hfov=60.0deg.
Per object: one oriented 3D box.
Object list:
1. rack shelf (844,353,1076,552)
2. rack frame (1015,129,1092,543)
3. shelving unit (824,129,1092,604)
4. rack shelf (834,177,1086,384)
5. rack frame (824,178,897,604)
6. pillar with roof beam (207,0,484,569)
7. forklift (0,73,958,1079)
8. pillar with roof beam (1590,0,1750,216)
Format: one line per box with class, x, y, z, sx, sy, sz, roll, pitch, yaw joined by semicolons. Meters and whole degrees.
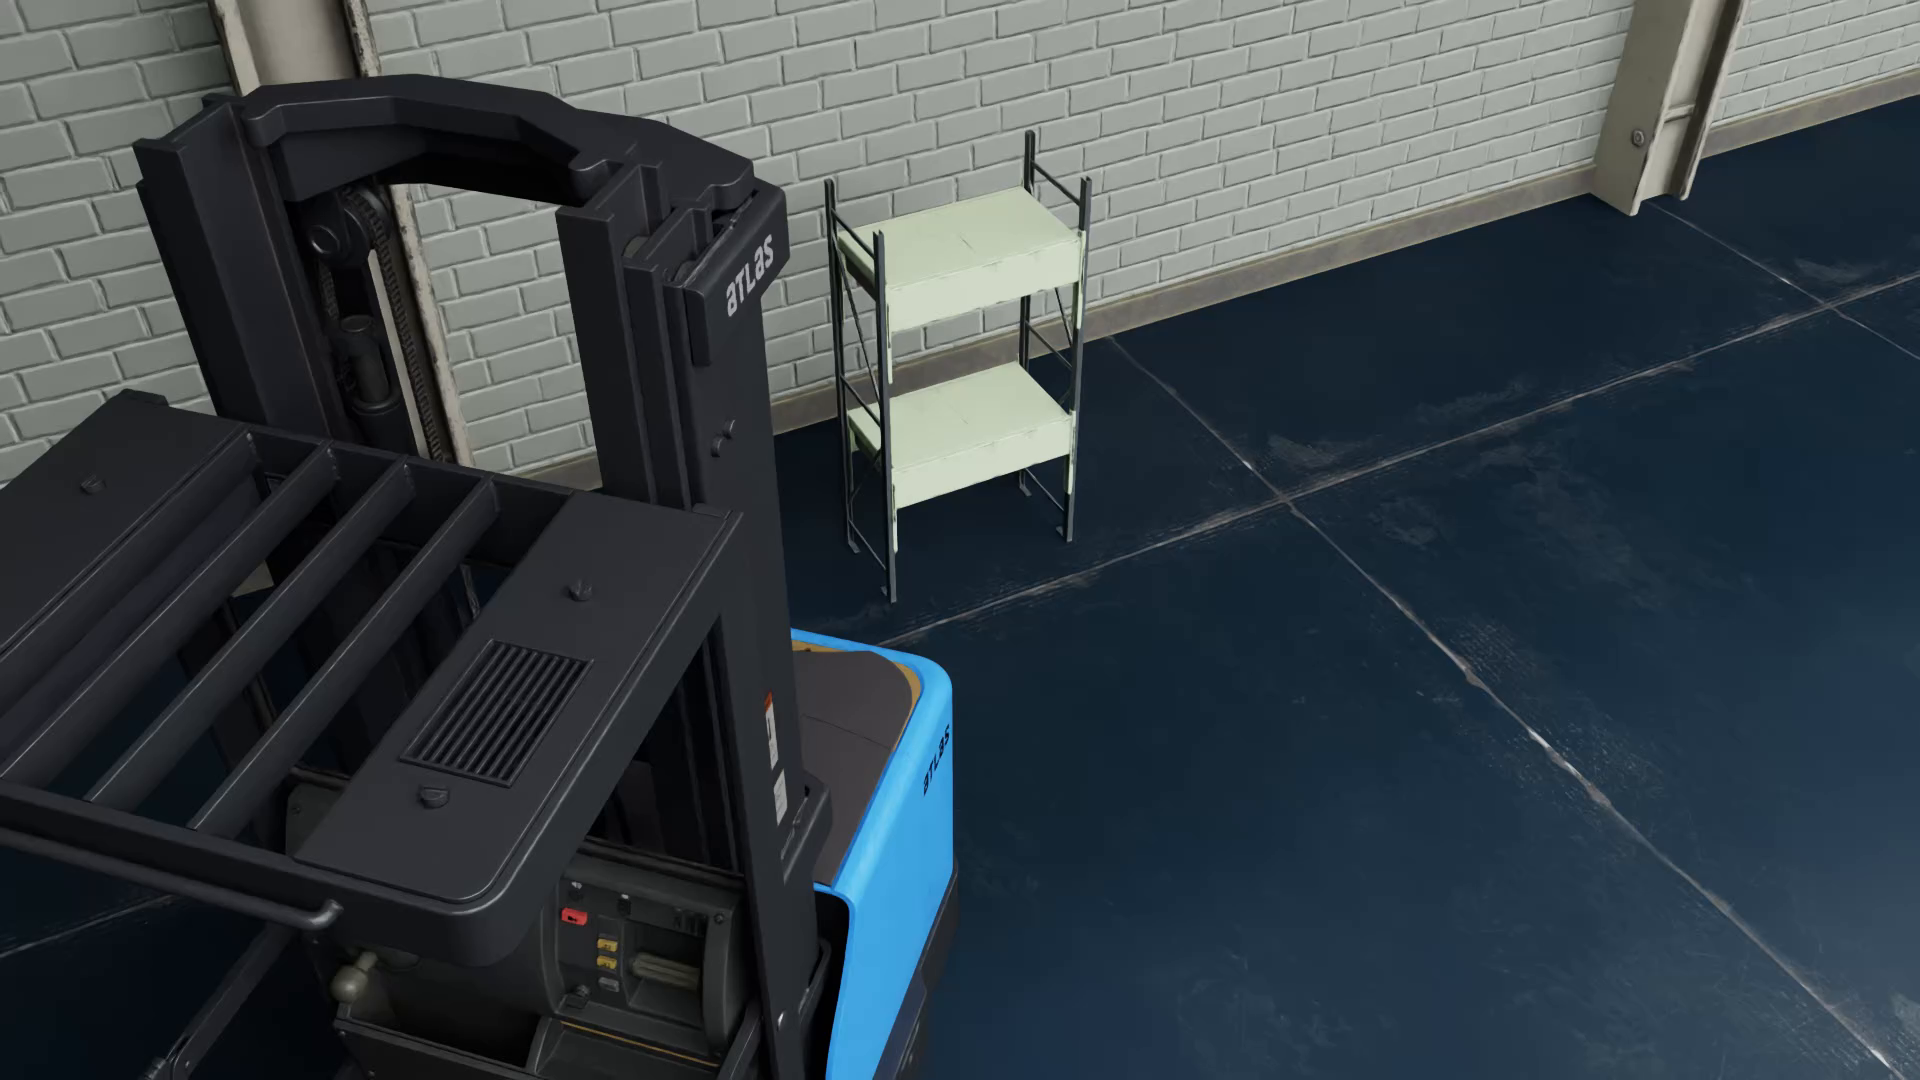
rack shelf;-0.006;-0.322;5.974;0.720;0.370;0.431;-19;44;-21
rack frame;0.319;-0.680;5.892;0.023;1.500;0.400;-19;44;-21
shelving unit;-0.006;-0.570;5.763;0.755;1.500;0.431;-19;44;-21
rack shelf;-0.006;-0.868;5.511;0.720;0.370;0.431;-19;44;-21
rack frame;-0.331;-0.461;5.634;0.023;1.500;0.400;-19;44;-21
pillar with roof beam;0.040;-0.905;0.354;0.400;9.000;9.100;-19;44;-21
forklift;-0.924;0.828;3.003;1.130;2.935;3.031;11;42;13
pillar with roof beam;5.361;-2.696;2.469;0.400;9.000;9.100;-19;44;-21
